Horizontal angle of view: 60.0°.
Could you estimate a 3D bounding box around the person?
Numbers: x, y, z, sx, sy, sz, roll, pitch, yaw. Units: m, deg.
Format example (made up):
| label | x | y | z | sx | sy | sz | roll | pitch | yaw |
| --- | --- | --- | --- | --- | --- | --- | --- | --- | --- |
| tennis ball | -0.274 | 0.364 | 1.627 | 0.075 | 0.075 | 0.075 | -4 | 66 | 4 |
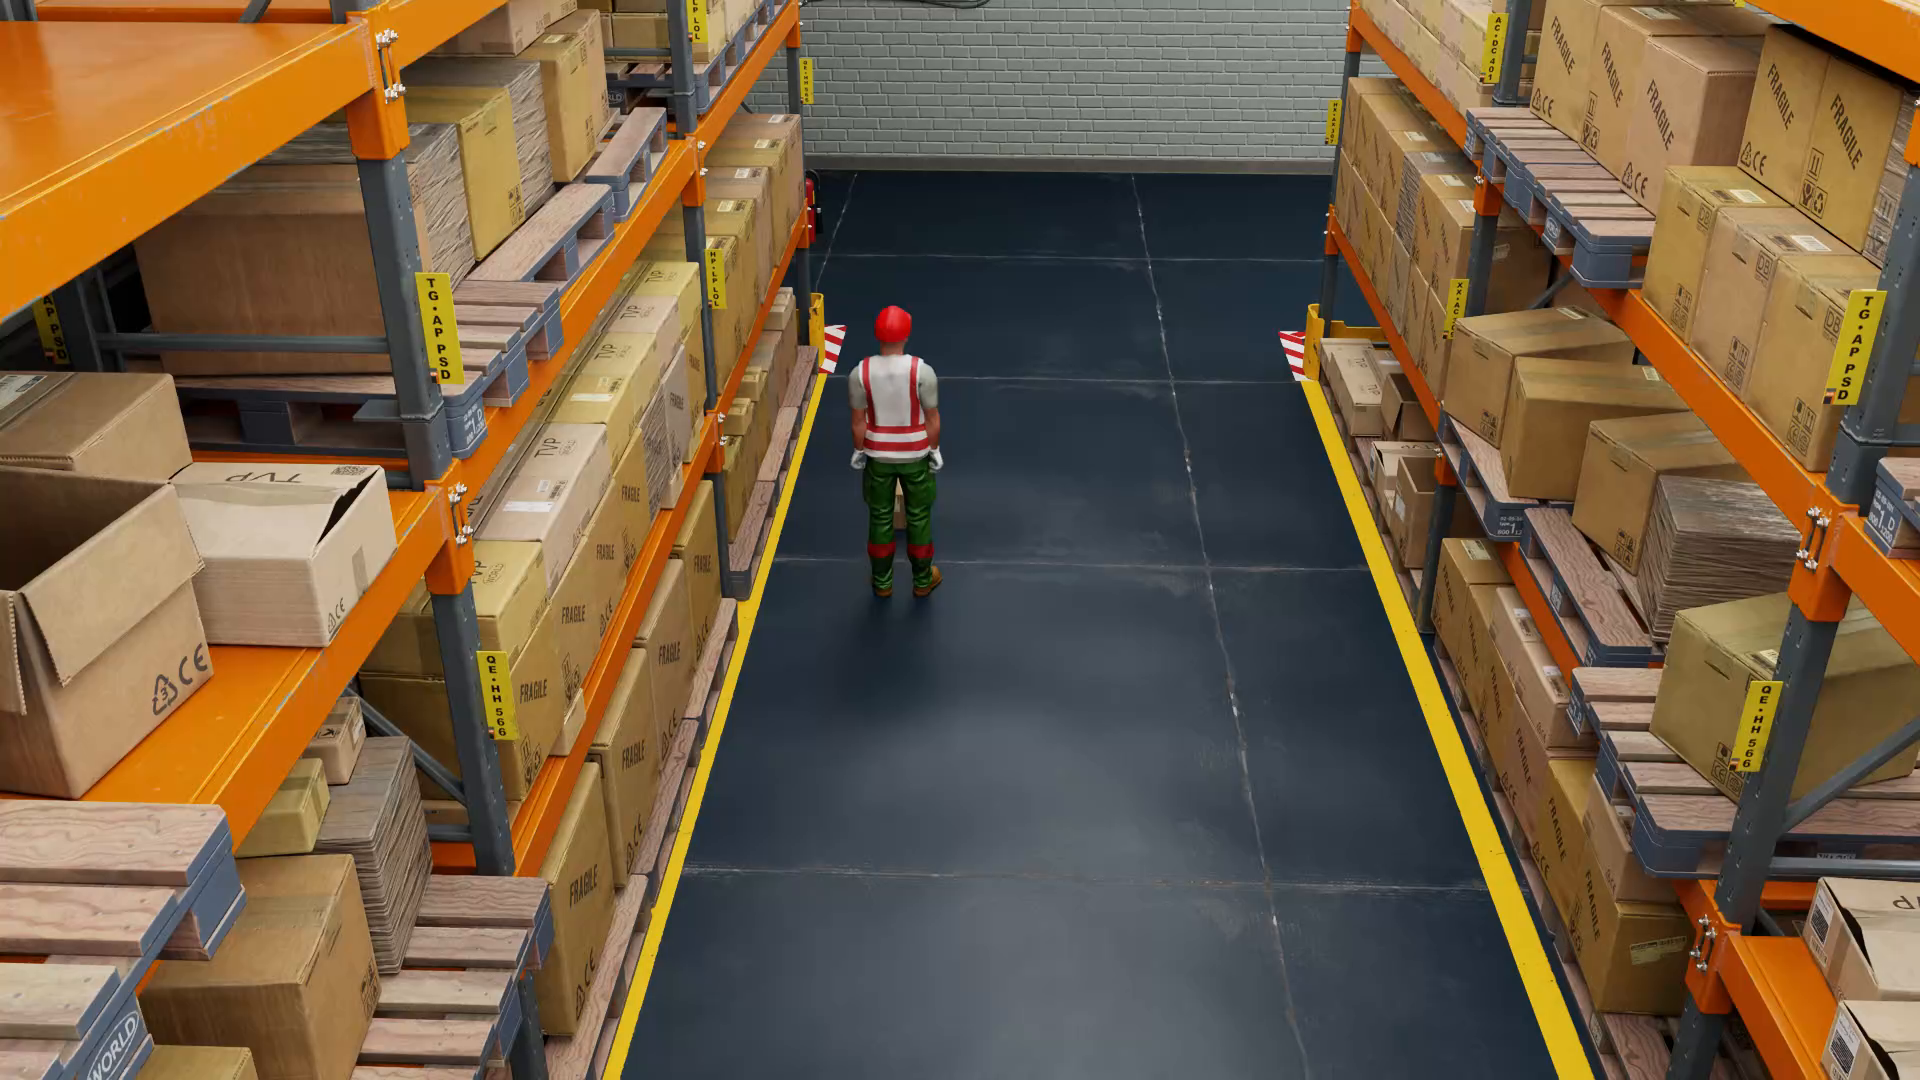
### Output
| label | x | y | z | sx | sy | sz | roll | pitch | yaw |
| --- | --- | --- | --- | --- | --- | --- | --- | --- | --- |
| person | -0.361 | -0.504 | 9.550 | 0.535 | 1.794 | 0.374 | 1 | 28 | 3 |
